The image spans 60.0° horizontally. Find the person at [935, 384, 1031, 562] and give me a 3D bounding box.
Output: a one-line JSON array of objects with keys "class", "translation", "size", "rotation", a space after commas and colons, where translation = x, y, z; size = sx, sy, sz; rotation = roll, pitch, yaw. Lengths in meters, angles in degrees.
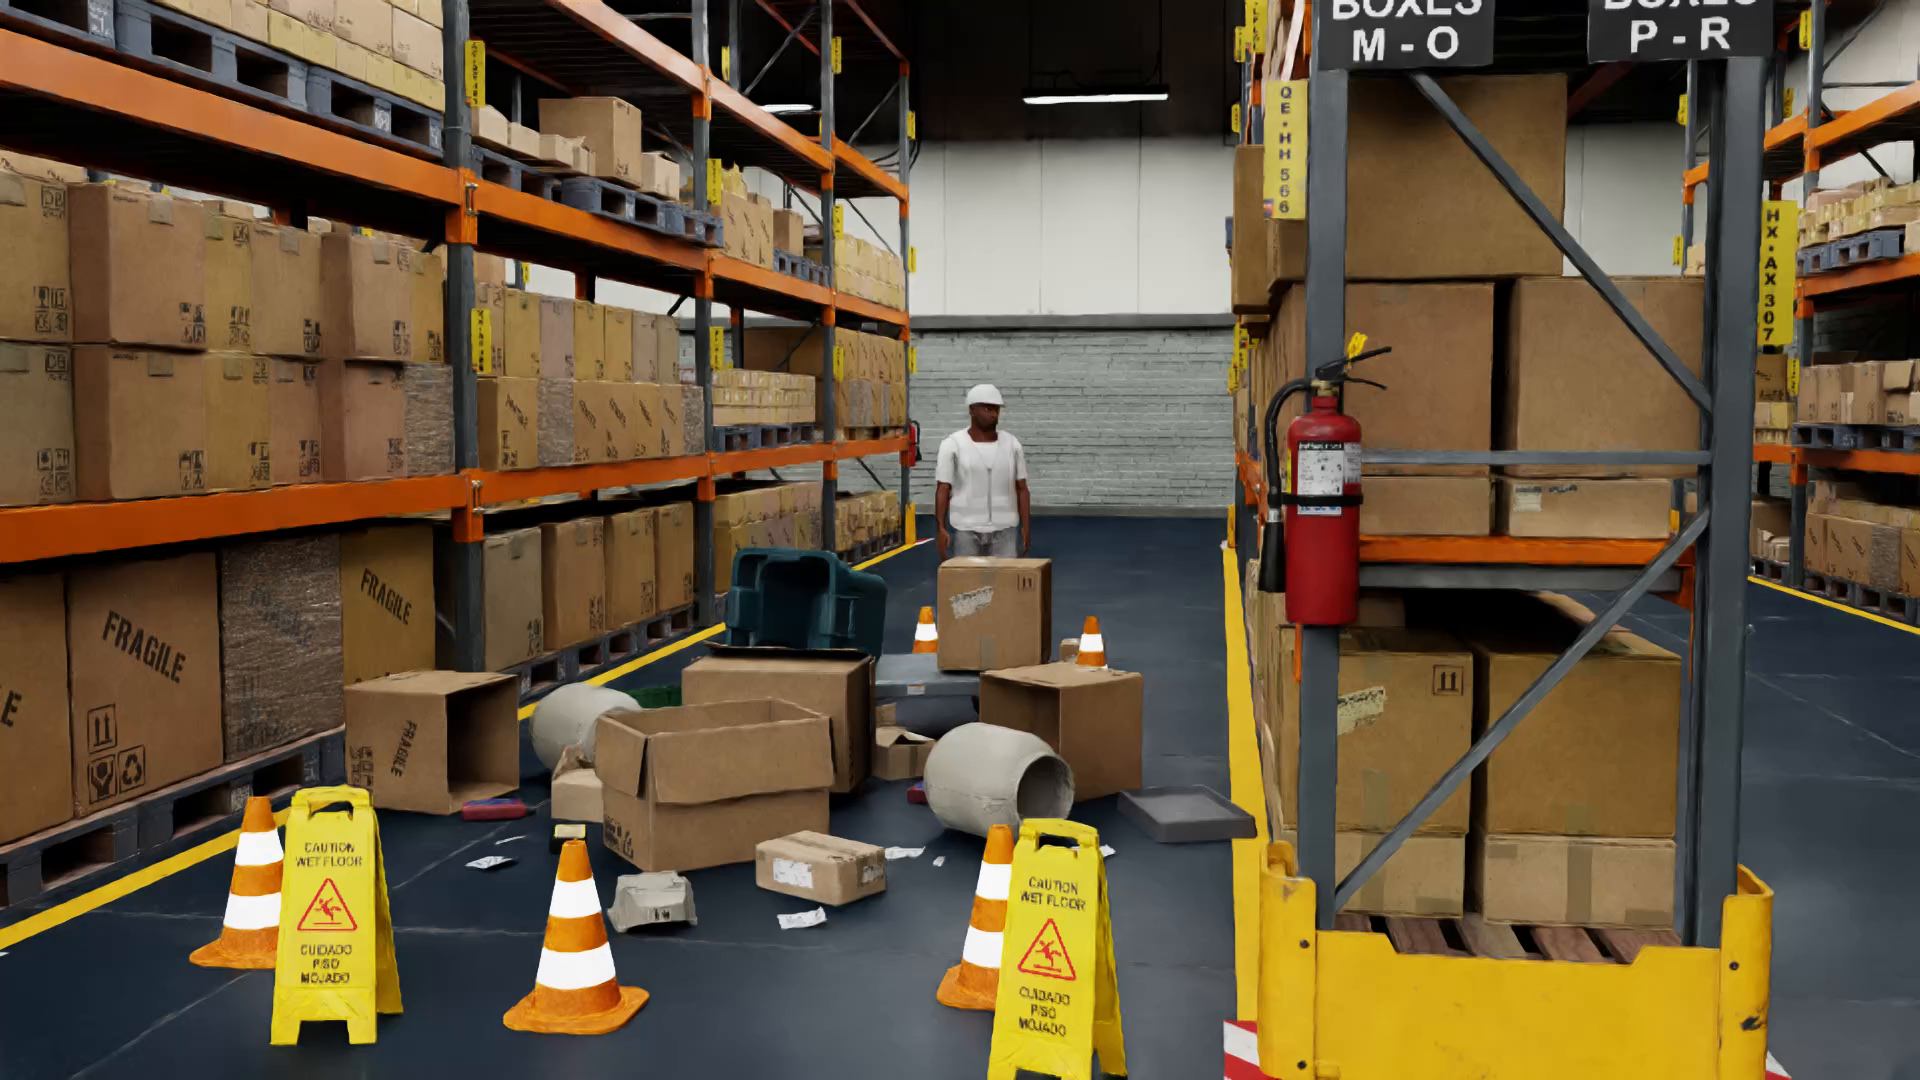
[{"class": "person", "translation": [0.148, -0.059, 10.071], "size": [0.591, 1.772, 0.386], "rotation": [-1, 5, -13]}]
